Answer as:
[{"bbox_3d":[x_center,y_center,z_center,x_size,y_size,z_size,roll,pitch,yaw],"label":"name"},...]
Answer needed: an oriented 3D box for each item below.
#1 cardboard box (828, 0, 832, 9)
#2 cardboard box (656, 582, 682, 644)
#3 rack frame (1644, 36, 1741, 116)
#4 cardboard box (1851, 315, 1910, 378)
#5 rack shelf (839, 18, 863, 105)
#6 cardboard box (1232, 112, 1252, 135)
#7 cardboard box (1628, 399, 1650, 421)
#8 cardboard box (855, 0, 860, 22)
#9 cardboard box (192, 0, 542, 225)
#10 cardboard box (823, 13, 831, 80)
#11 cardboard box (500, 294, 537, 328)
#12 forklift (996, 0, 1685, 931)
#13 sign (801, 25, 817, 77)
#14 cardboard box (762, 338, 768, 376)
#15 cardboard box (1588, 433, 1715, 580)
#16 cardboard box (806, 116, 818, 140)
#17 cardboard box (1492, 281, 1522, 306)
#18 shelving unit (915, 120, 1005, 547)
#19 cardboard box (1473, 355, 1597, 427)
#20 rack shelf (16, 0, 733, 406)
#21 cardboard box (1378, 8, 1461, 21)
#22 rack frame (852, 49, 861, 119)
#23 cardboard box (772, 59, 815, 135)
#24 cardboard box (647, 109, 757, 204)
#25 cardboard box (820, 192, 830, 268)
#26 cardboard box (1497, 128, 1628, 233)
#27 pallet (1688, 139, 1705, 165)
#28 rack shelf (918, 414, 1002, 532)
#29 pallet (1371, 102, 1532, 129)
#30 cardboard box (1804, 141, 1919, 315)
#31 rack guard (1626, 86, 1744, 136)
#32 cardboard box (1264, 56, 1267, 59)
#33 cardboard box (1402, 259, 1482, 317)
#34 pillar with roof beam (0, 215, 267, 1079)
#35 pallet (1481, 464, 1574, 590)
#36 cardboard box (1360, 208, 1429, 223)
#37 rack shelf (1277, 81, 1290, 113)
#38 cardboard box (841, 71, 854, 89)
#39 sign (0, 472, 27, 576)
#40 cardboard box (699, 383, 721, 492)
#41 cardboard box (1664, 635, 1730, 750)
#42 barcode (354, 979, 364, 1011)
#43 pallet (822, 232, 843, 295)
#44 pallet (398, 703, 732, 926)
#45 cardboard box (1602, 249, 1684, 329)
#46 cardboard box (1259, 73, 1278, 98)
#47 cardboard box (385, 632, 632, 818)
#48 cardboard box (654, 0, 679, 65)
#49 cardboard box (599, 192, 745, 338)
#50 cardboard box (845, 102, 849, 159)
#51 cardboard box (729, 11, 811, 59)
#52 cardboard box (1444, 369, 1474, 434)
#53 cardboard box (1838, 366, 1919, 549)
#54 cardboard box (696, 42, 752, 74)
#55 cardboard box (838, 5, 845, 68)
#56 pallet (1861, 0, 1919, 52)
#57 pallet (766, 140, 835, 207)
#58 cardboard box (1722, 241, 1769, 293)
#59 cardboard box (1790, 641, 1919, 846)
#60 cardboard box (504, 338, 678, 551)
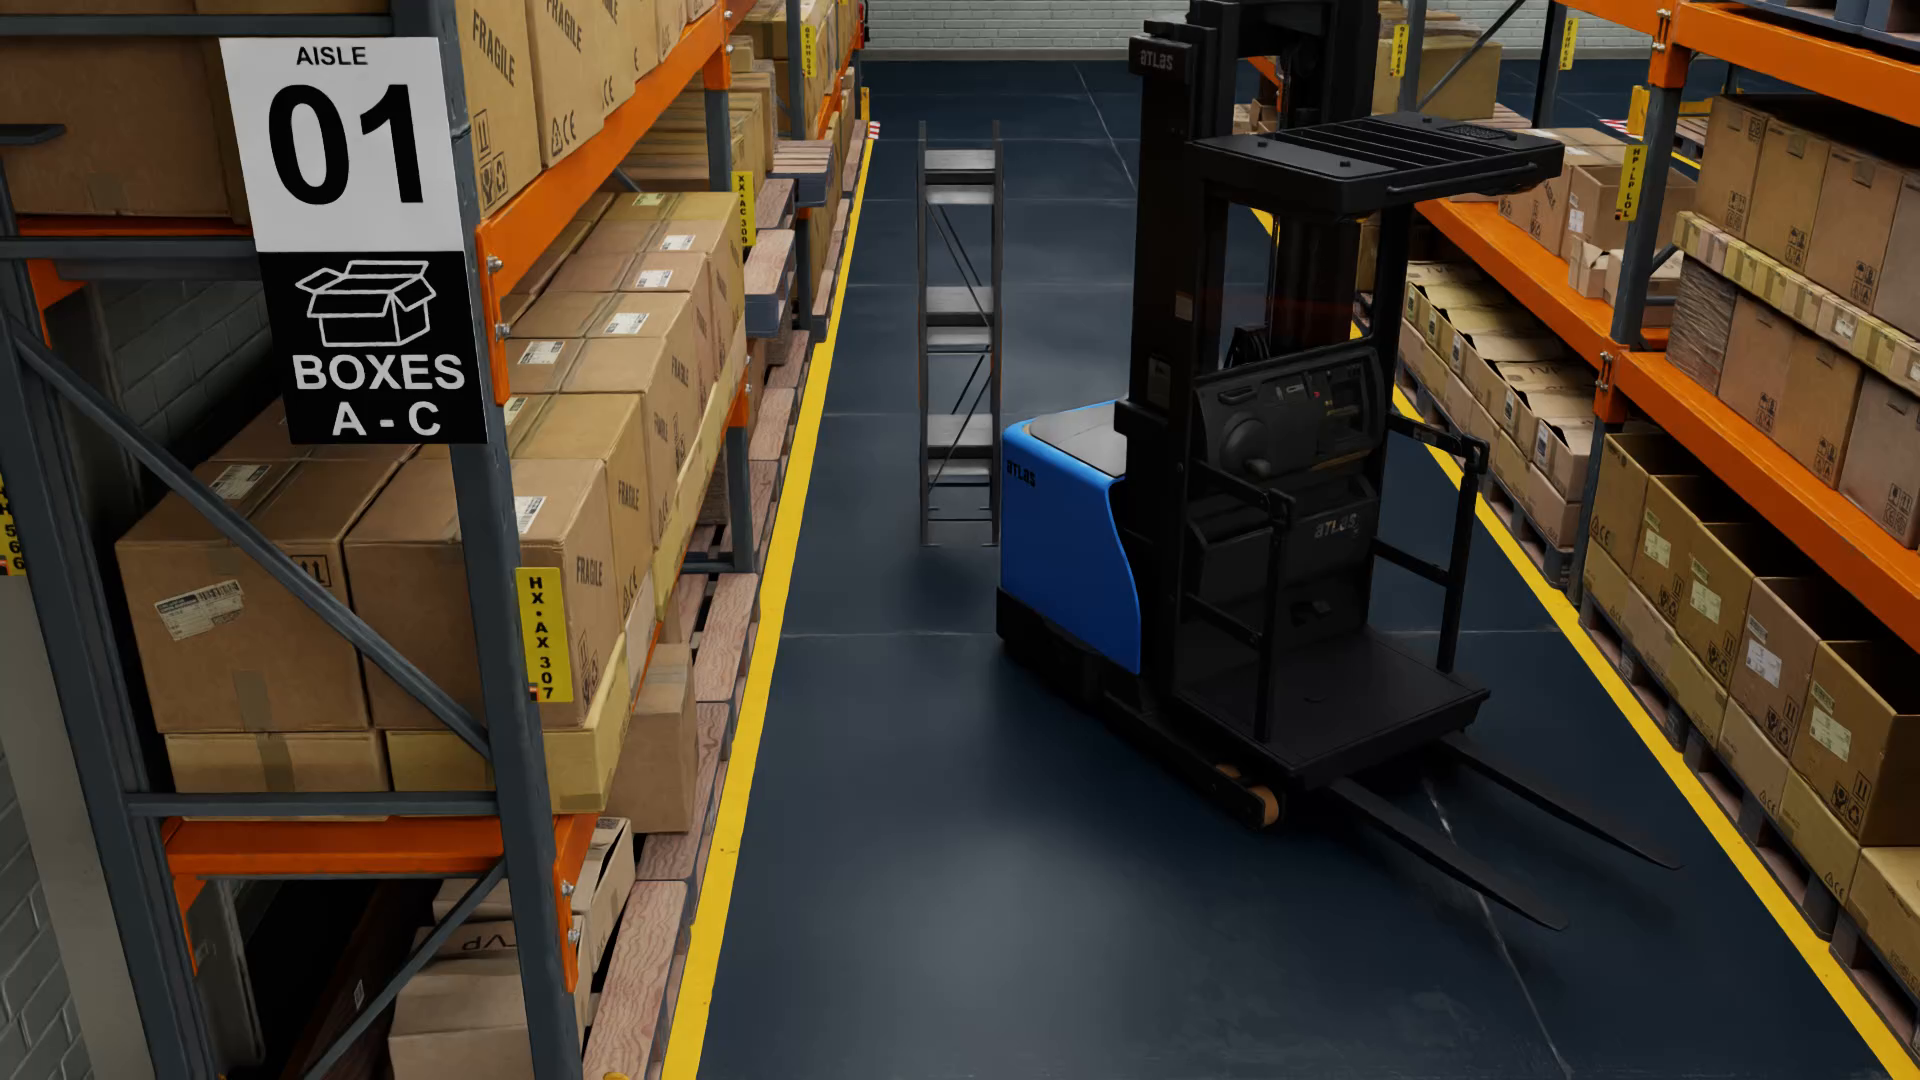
[{"bbox_3d":[-1.319,-4.470,13.577,0.500,0.250,0.500,0,24,1],"label":"cardboard box"},{"bbox_3d":[-1.437,0.322,6.897,0.500,0.500,0.500,-2,24,-5],"label":"cardboard box"},{"bbox_3d":[8.287,-6.033,18.449,1.000,3.000,0.127,0,24,-1],"label":"rack frame"},{"bbox_3d":[3.294,-0.659,5.658,0.380,0.149,0.250,0,24,-1],"label":"cardboard box"},{"bbox_3d":[-1.598,-4.837,16.677,1.077,0.370,4.000,0,24,-1],"label":"rack shelf"},{"bbox_3d":[3.067,-4.322,17.470,0.500,0.250,0.500,0,24,-1],"label":"cardboard box"},{"bbox_3d":[3.709,-0.639,8.670,0.500,0.311,0.500,-1,24,-1],"label":"cardboard box"},{"bbox_3d":[-1.604,-5.915,17.824,0.980,0.700,0.700,1,24,2],"label":"cardboard box"},{"bbox_3d":[-1.199,-0.956,3.438,0.500,0.500,0.500,0,24,1],"label":"cardboard box"},{"bbox_3d":[-1.306,-3.924,13.280,0.500,0.500,0.500,0,24,0],"label":"cardboard box"},{"bbox_3d":[-1.674,-0.499,5.461,0.500,0.500,0.500,0,24,0],"label":"cardboard box"},{"bbox_3d":[1.395,-0.460,6.211,1.130,2.935,3.031,-15,28,-30],"label":"forklift"},{"bbox_3d":[-0.990,-3.190,10.854,0.100,0.325,0.005,0,24,-1],"label":"sign"},{"bbox_3d":[-1.583,-1.244,10.361,0.700,0.500,0.500,0,24,-1],"label":"cardboard box"},{"bbox_3d":[3.157,-0.155,7.370,0.500,0.500,0.500,0,24,-1],"label":"cardboard box"},{"bbox_3d":[-1.217,-2.937,11.885,0.380,0.149,0.250,0,24,1],"label":"cardboard box"},{"bbox_3d":[3.685,-1.481,10.531,0.500,0.311,0.500,-1,24,-1],"label":"cardboard box"},{"bbox_3d":[-0.002,-1.025,8.468,0.431,2.100,0.503,0,24,-1],"label":"shelving unit"},{"bbox_3d":[3.159,-0.847,9.130,0.500,0.311,0.500,0,24,-1],"label":"cardboard box"},{"bbox_3d":[-1.467,-1.258,5.126,1.077,0.370,4.000,0,24,-1],"label":"rack shelf"},{"bbox_3d":[3.458,-3.873,13.043,0.700,0.500,0.500,-6,25,-14],"label":"cardboard box"},{"bbox_3d":[-1.620,-5.988,18.351,1.000,3.000,0.127,0,24,-1],"label":"rack frame"},{"bbox_3d":[-1.282,-3.083,11.421,0.500,0.500,0.500,0,24,1],"label":"cardboard box"},{"bbox_3d":[-1.497,-2.001,8.879,0.700,0.500,0.500,3,25,7],"label":"cardboard box"},{"bbox_3d":[-1.412,-2.568,12.888,0.750,0.750,0.750,0,24,-1],"label":"cardboard box"},{"bbox_3d":[3.456,-2.070,9.565,0.500,0.500,0.500,-2,24,-3],"label":"cardboard box"},{"bbox_3d":[8.268,-3.921,17.163,1.003,0.211,1.213,0,24,-1],"label":"pallet"},{"bbox_3d":[-0.002,-0.375,8.762,0.431,0.518,0.480,0,24,-1],"label":"rack shelf"},{"bbox_3d":[3.344,-2.907,11.771,1.213,0.211,1.003,0,24,-1],"label":"pallet"},{"bbox_3d":[3.487,-1.107,5.861,0.700,0.500,0.500,0,24,-1],"label":"cardboard box"},{"bbox_3d":[8.274,-4.904,18.986,1.175,0.500,0.348,0,24,-1],"label":"rack guard"},{"bbox_3d":[3.108,-4.827,15.661,0.500,0.500,0.500,0,24,1],"label":"cardboard box"},{"bbox_3d":[3.133,-1.693,10.999,0.500,0.311,0.500,1,24,1],"label":"cardboard box"},{"bbox_3d":[1.987,-2.433,3.209,9.100,9.000,0.400,0,24,-1],"label":"pillar with roof beam"},{"bbox_3d":[3.418,-0.100,8.716,1.003,0.211,1.213,0,24,-1],"label":"pallet"},{"bbox_3d":[3.171,-2.526,12.286,0.500,0.250,0.500,1,24,1],"label":"cardboard box"},{"bbox_3d":[3.399,-3.212,13.085,1.077,0.370,4.000,0,24,-1],"label":"rack shelf"},{"bbox_3d":[-1.325,-4.891,17.661,0.380,0.149,0.250,0,24,1],"label":"cardboard box"},{"bbox_3d":[-2.000,-0.073,3.482,0.100,0.325,0.005,0,24,-1],"label":"sign"},{"bbox_3d":[-1.162,-0.378,6.104,0.500,0.250,0.500,0,24,-1],"label":"cardboard box"},{"bbox_3d":[3.167,0.599,6.614,0.500,0.250,0.500,0,24,-1],"label":"cardboard box"},{"bbox_3d":[-1.763,1.334,4.879,0.001,0.075,0.075,0,24,-1],"label":"barcode"},{"bbox_3d":[-1.476,-2.248,13.464,1.003,0.211,1.213,0,24,-1],"label":"pallet"},{"bbox_3d":[-1.430,1.007,6.266,1.003,0.211,1.213,0,24,-1],"label":"pallet"},{"bbox_3d":[3.416,-1.202,7.949,0.500,0.250,0.500,1,24,3],"label":"cardboard box"},{"bbox_3d":[3.586,-4.851,18.335,0.500,0.500,0.500,0,24,-1],"label":"cardboard box"},{"bbox_3d":[-1.133,0.461,4.248,0.500,0.250,0.500,-1,24,-2],"label":"cardboard box"},{"bbox_3d":[-1.199,-1.821,5.352,0.500,0.500,0.500,-1,24,-3],"label":"cardboard box"},{"bbox_3d":[-1.174,-1.133,6.862,0.500,0.500,0.500,0,24,-1],"label":"cardboard box"},{"bbox_3d":[-1.487,-4.120,16.743,0.700,0.500,0.500,0,24,1],"label":"cardboard box"},{"bbox_3d":[-1.280,-3.424,11.264,0.500,0.250,0.500,0,24,1],"label":"cardboard box"},{"bbox_3d":[3.156,-0.805,9.716,0.500,0.250,0.500,0,24,1],"label":"cardboard box"},{"bbox_3d":[3.496,-0.295,5.641,0.700,0.500,0.500,0,24,1],"label":"cardboard box"},{"bbox_3d":[-1.480,-2.959,10.210,0.380,0.149,0.250,-4,25,-9],"label":"cardboard box"},{"bbox_3d":[-1.565,-4.700,15.139,0.980,0.700,0.700,0,24,0],"label":"cardboard box"},{"bbox_3d":[3.510,-1.541,4.985,1.003,0.211,1.213,0,24,-1],"label":"pallet"},{"bbox_3d":[-1.418,-2.311,10.453,1.213,0.211,1.003,0,24,-1],"label":"pallet"},{"bbox_3d":[3.281,-1.087,6.605,0.380,0.149,0.250,-1,24,-2],"label":"cardboard box"},{"bbox_3d":[3.179,0.669,5.548,0.500,0.500,0.500,0,24,-1],"label":"cardboard box"},{"bbox_3d":[-1.144,-0.293,5.005,0.500,0.500,0.500,-1,24,-2],"label":"cardboard box"}]
